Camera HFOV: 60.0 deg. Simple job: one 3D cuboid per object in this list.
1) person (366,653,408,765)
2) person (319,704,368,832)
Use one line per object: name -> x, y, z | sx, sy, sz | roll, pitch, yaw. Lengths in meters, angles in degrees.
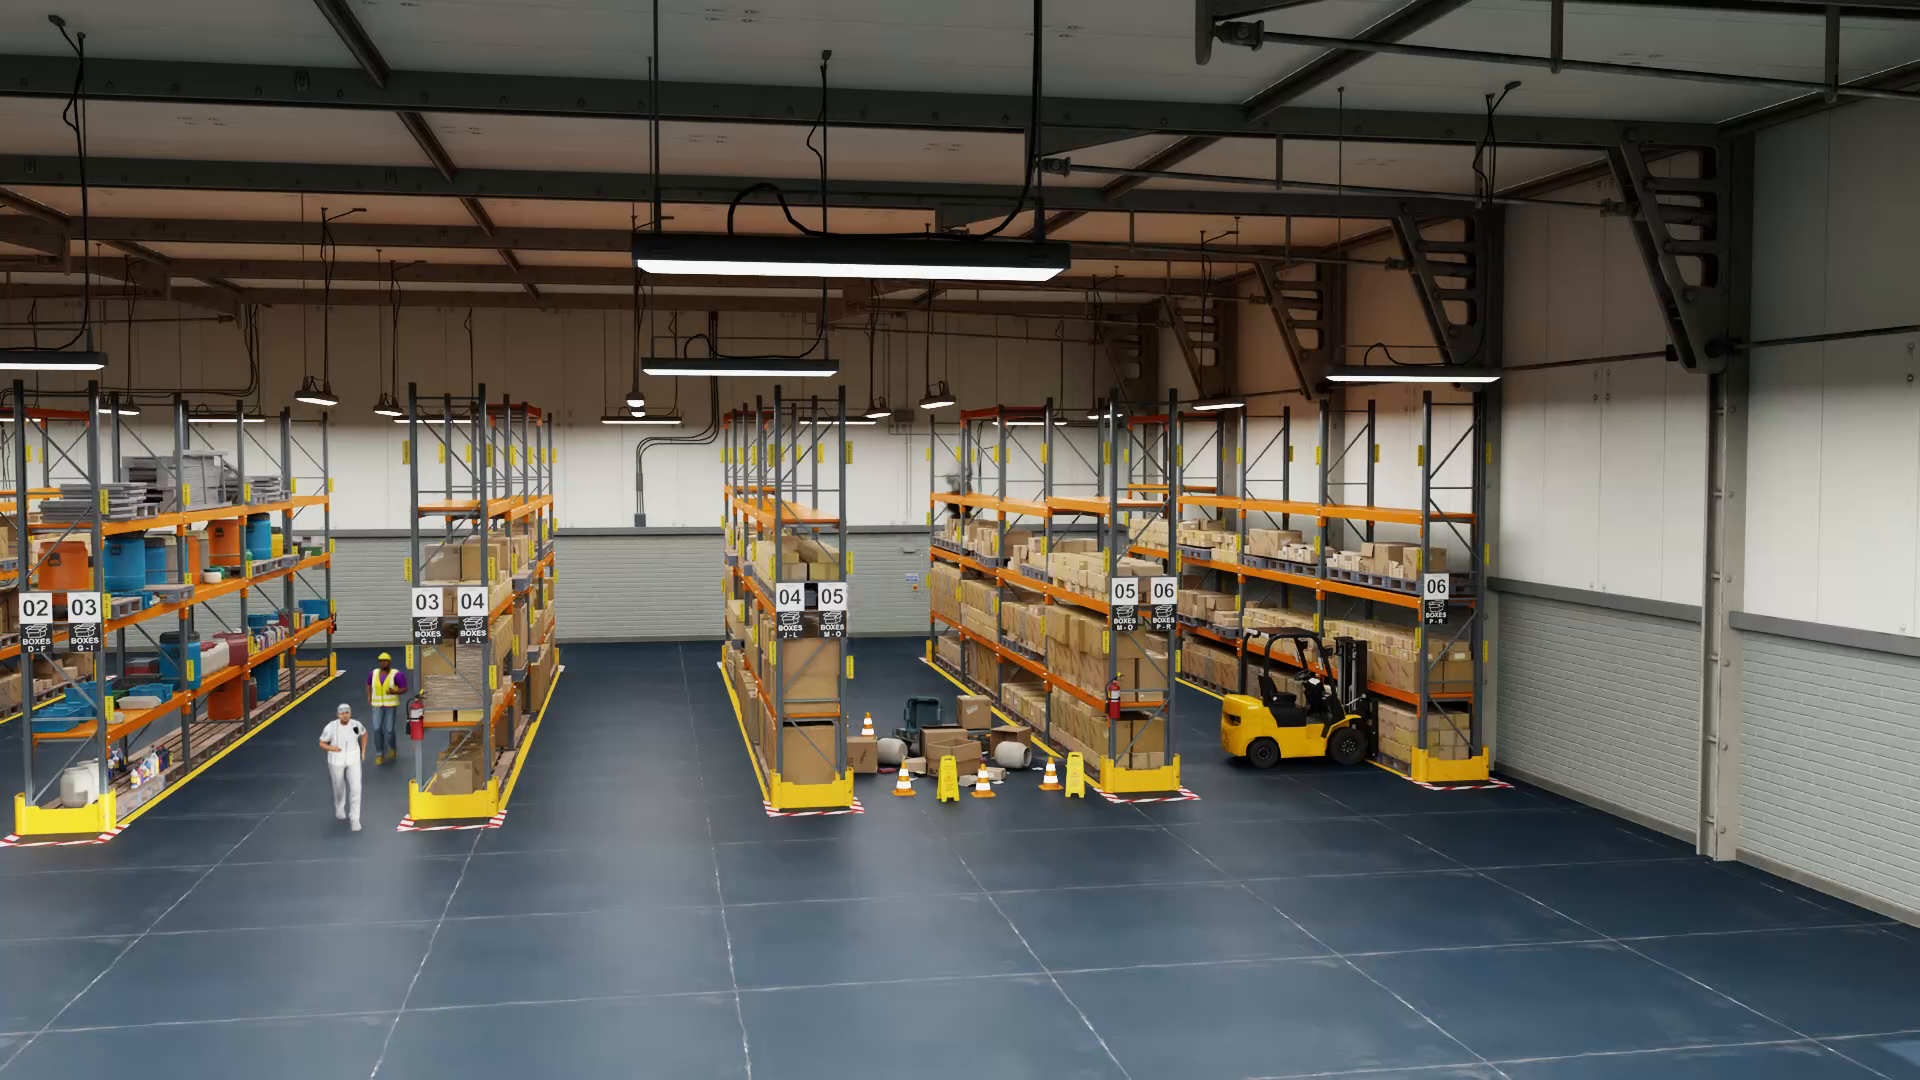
person -> -9.388, 2.762, 27.203 | 0.698, 1.846, 0.671 | 0, 3, -7
person -> -8.325, 3.040, 22.490 | 0.636, 1.686, 0.901 | -1, 3, -25
